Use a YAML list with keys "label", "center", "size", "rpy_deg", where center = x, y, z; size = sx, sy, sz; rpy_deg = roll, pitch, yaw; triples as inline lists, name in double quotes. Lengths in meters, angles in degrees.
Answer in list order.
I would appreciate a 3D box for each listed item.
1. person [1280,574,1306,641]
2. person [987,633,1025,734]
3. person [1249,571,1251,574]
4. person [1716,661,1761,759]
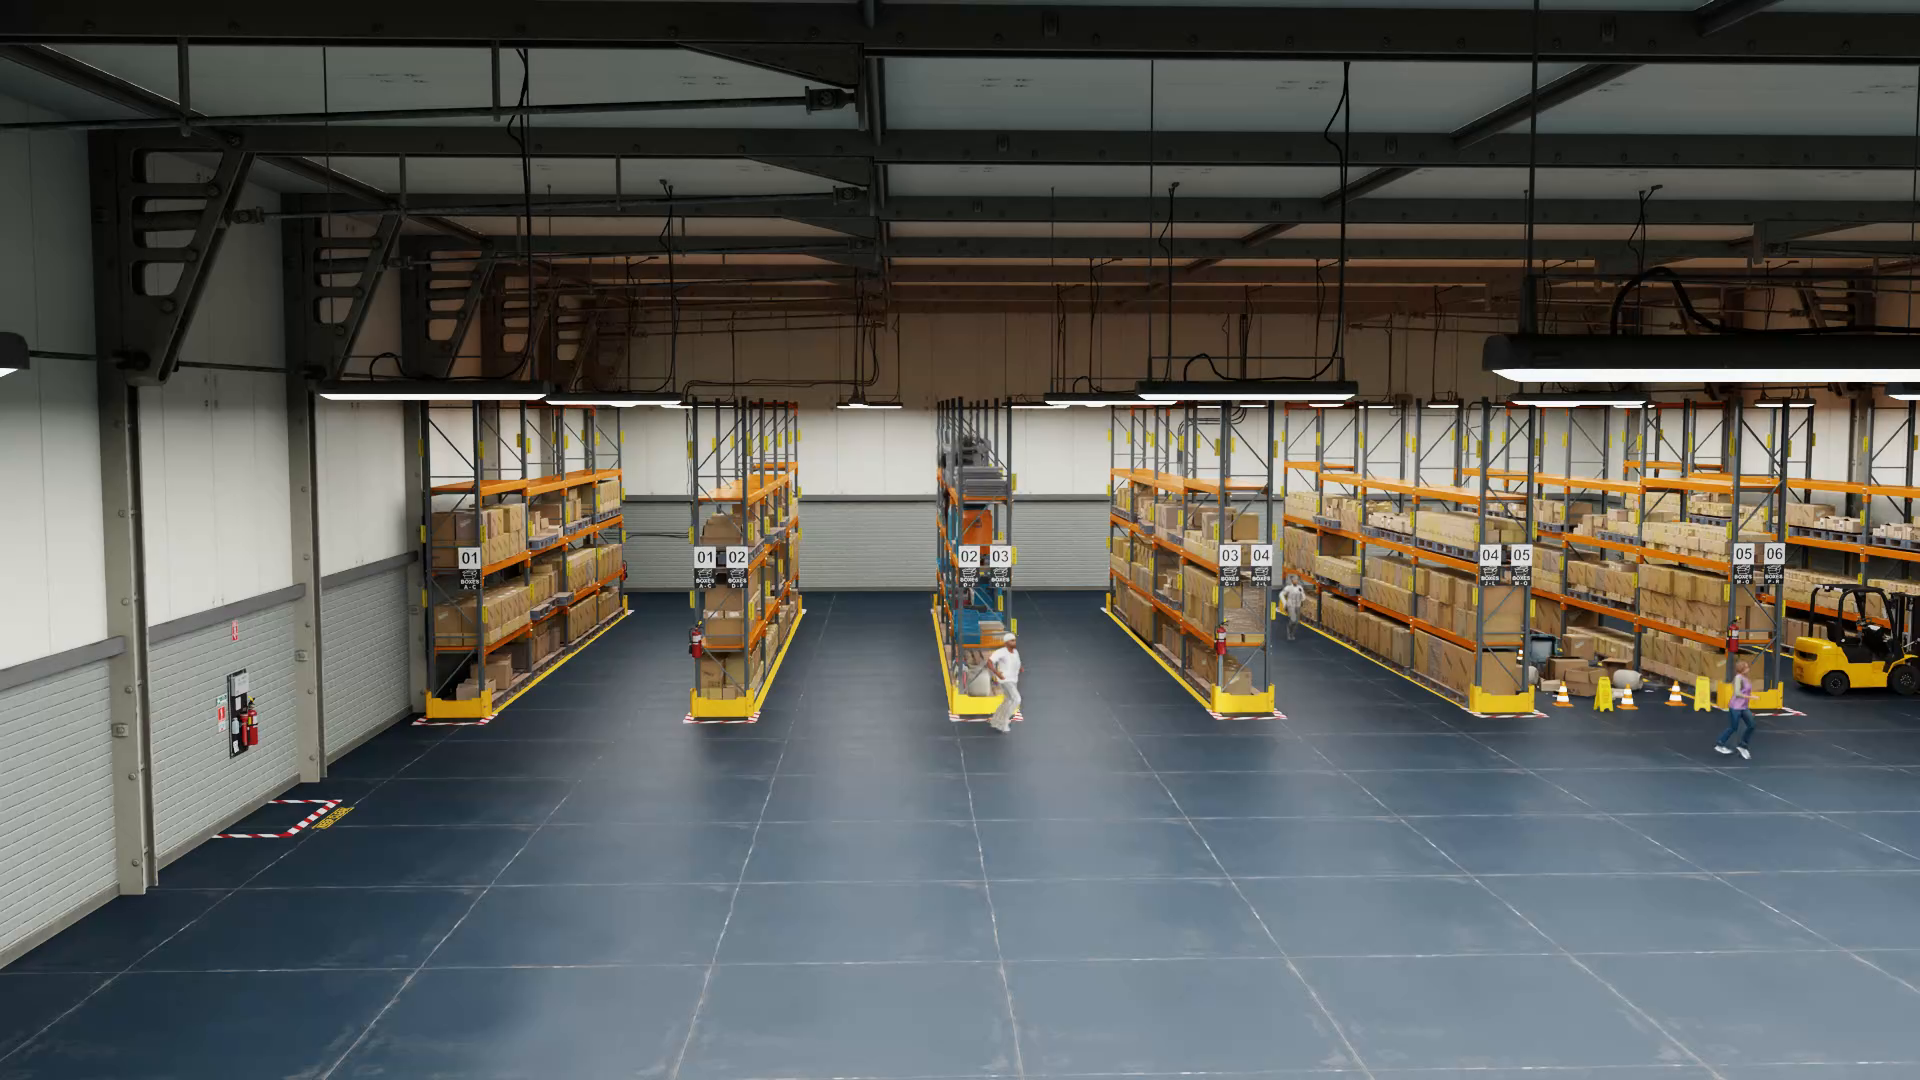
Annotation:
- label: "person"
  center: [8.321, 1.680, 41.378]
  size: [0.583, 1.673, 0.649]
  rpy_deg: [-1, 4, -10]
- label: "person"
  center: [0.866, 2.555, 29.764]
  size: [0.636, 1.788, 0.728]
  rpy_deg: [3, 5, 32]
- label: "person"
  center: [8.146, 1.402, 45.638]
  size: [0.625, 1.638, 0.601]
  rpy_deg: [0, 4, 2]
- label: "person"
  center: [12.889, 2.816, 27.487]
  size: [0.696, 1.656, 0.560]
  rpy_deg: [4, 6, 45]
